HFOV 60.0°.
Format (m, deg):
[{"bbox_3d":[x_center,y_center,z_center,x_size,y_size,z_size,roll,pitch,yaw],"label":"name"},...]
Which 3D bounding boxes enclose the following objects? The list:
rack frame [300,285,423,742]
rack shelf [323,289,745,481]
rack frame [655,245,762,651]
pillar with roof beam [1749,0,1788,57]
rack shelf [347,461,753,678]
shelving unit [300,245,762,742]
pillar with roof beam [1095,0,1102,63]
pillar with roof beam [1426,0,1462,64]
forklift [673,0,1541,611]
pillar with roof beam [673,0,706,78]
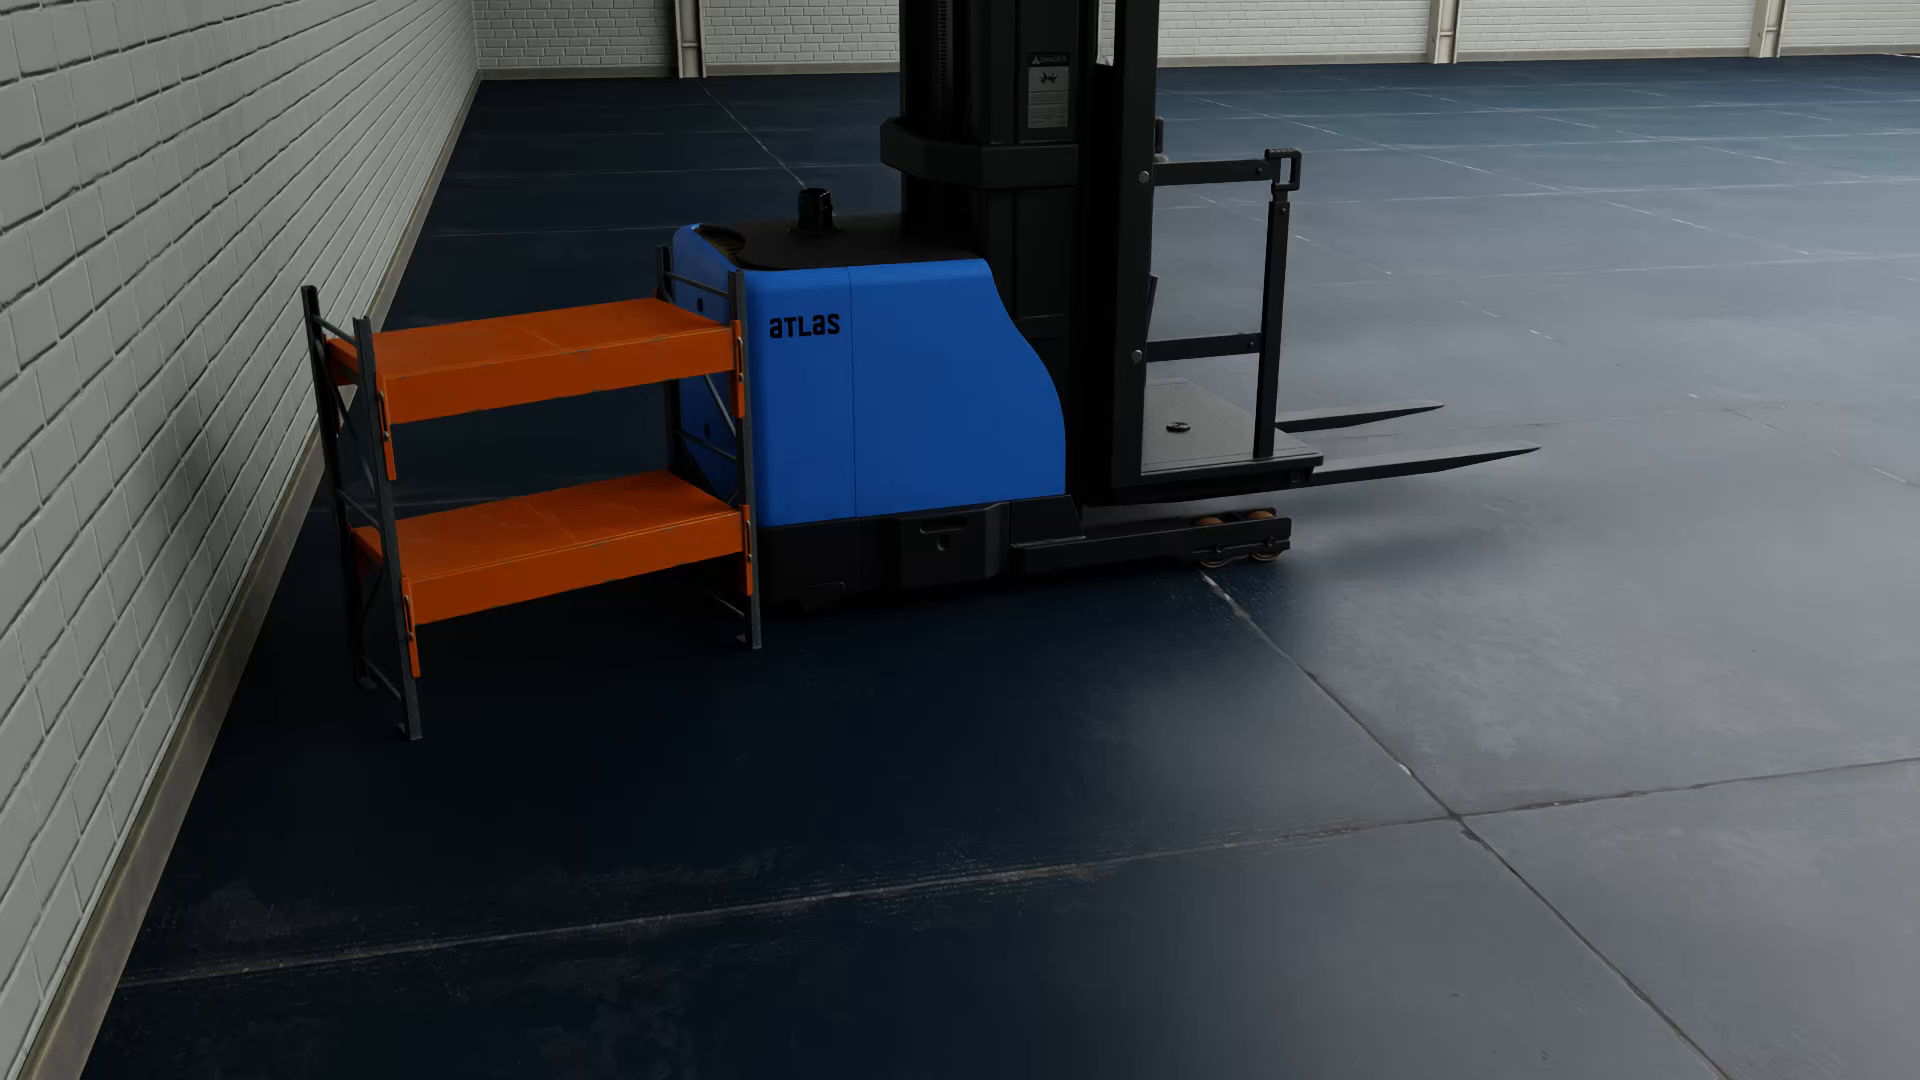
[{"bbox_3d":[-1.574,-0.071,4.373,0.032,1.125,0.500,-14,24,-33],"label":"rack frame"},{"bbox_3d":[-1.160,-0.447,4.549,1.000,0.278,0.538,-14,24,-33],"label":"rack shelf"},{"bbox_3d":[-0.746,-0.274,4.927,0.032,1.125,0.500,-14,24,-33],"label":"rack frame"},{"bbox_3d":[14.593,-10.969,22.677,0.400,9.000,9.100,-5,21,-12],"label":"pillar with roof beam"},{"bbox_3d":[-1.160,0.057,4.734,1.000,0.278,0.538,-14,24,-33],"label":"rack shelf"},{"bbox_3d":[-1.160,-0.172,4.650,1.048,1.125,0.538,-14,24,-33],"label":"shelving unit"},{"bbox_3d":[2.915,-10.019,20.084,0.400,9.000,9.100,-5,21,-12],"label":"pillar with roof beam"},{"bbox_3d":[8.754,-10.494,21.380,0.400,9.000,9.100,-5,21,-12],"label":"pillar with roof beam"},{"bbox_3d":[0.596,-1.447,5.504,3.031,2.935,1.130,-7,21,-18],"label":"forklift"},{"bbox_3d":[-2.924,-9.545,18.788,0.400,9.000,9.100,-5,21,-12],"label":"pillar with roof beam"}]
